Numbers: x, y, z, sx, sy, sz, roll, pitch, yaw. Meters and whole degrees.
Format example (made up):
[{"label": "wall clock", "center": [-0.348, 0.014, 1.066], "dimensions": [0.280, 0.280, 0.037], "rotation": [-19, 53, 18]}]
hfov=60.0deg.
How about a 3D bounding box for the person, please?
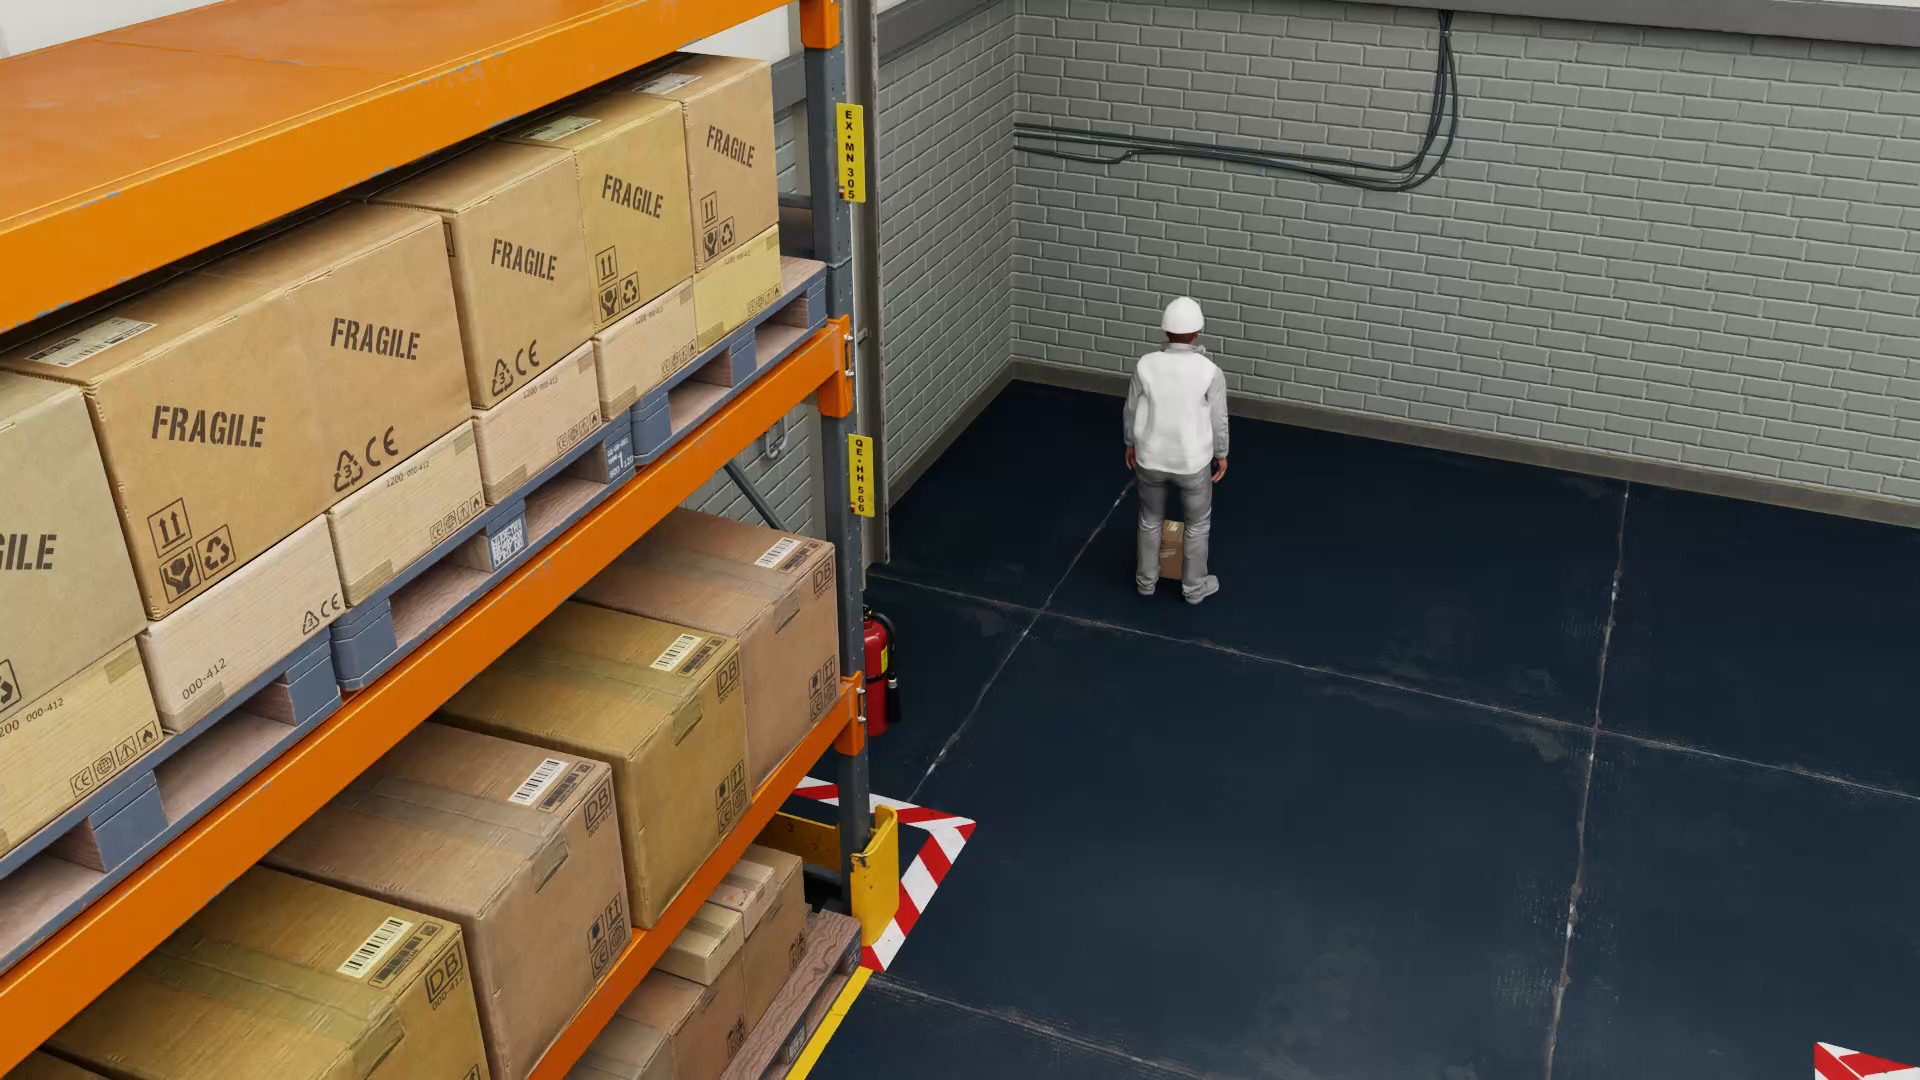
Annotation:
[{"label": "person", "center": [1.191, -0.482, 9.226], "dimensions": [0.590, 1.773, 0.459], "rotation": [10, 31, 17]}]
